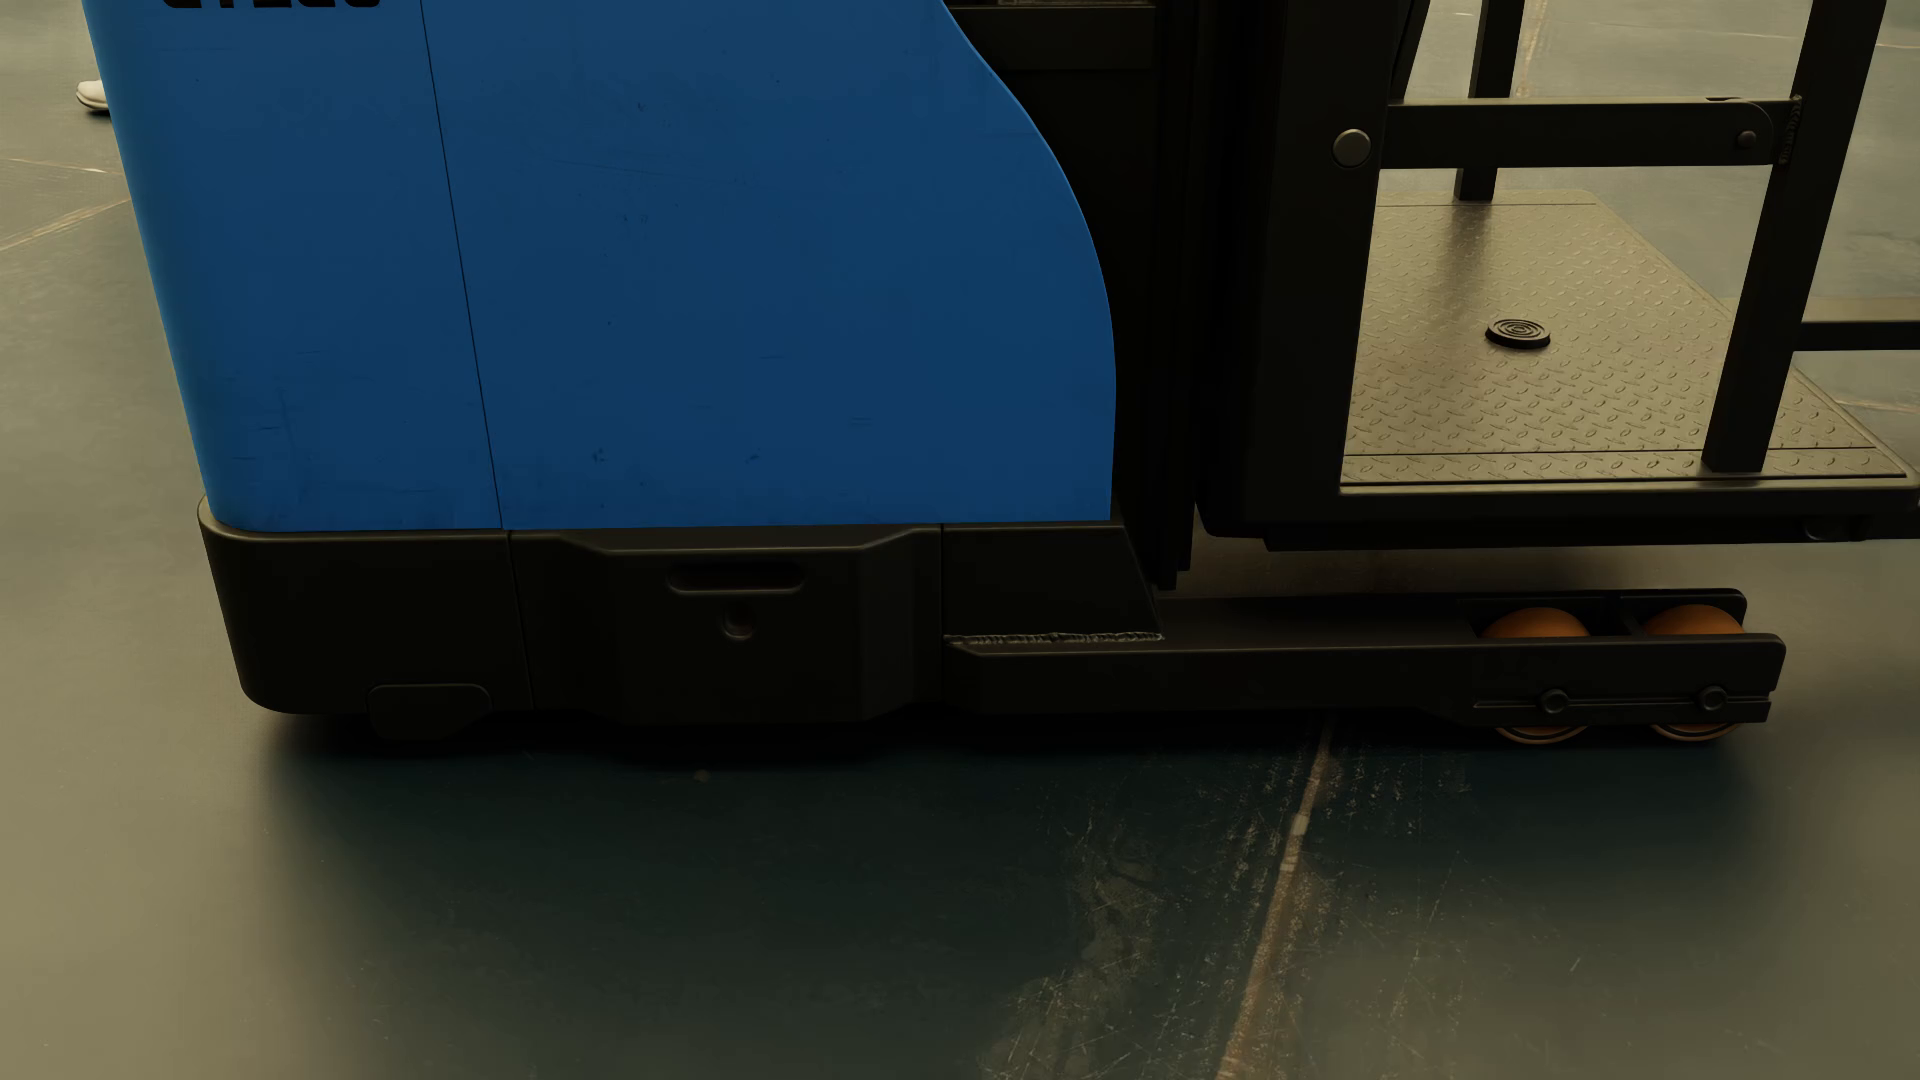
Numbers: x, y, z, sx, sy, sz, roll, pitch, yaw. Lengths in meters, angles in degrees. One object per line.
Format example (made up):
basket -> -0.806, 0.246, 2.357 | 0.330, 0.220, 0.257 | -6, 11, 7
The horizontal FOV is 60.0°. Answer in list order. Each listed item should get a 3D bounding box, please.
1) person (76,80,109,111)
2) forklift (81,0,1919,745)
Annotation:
person -> -2.252, -1.978, 4.167 | 0.576, 1.784, 0.657 | 12, 32, 19
forklift -> 0.608, -1.285, 1.795 | 3.031, 2.935, 1.130 | -1, 30, -2
